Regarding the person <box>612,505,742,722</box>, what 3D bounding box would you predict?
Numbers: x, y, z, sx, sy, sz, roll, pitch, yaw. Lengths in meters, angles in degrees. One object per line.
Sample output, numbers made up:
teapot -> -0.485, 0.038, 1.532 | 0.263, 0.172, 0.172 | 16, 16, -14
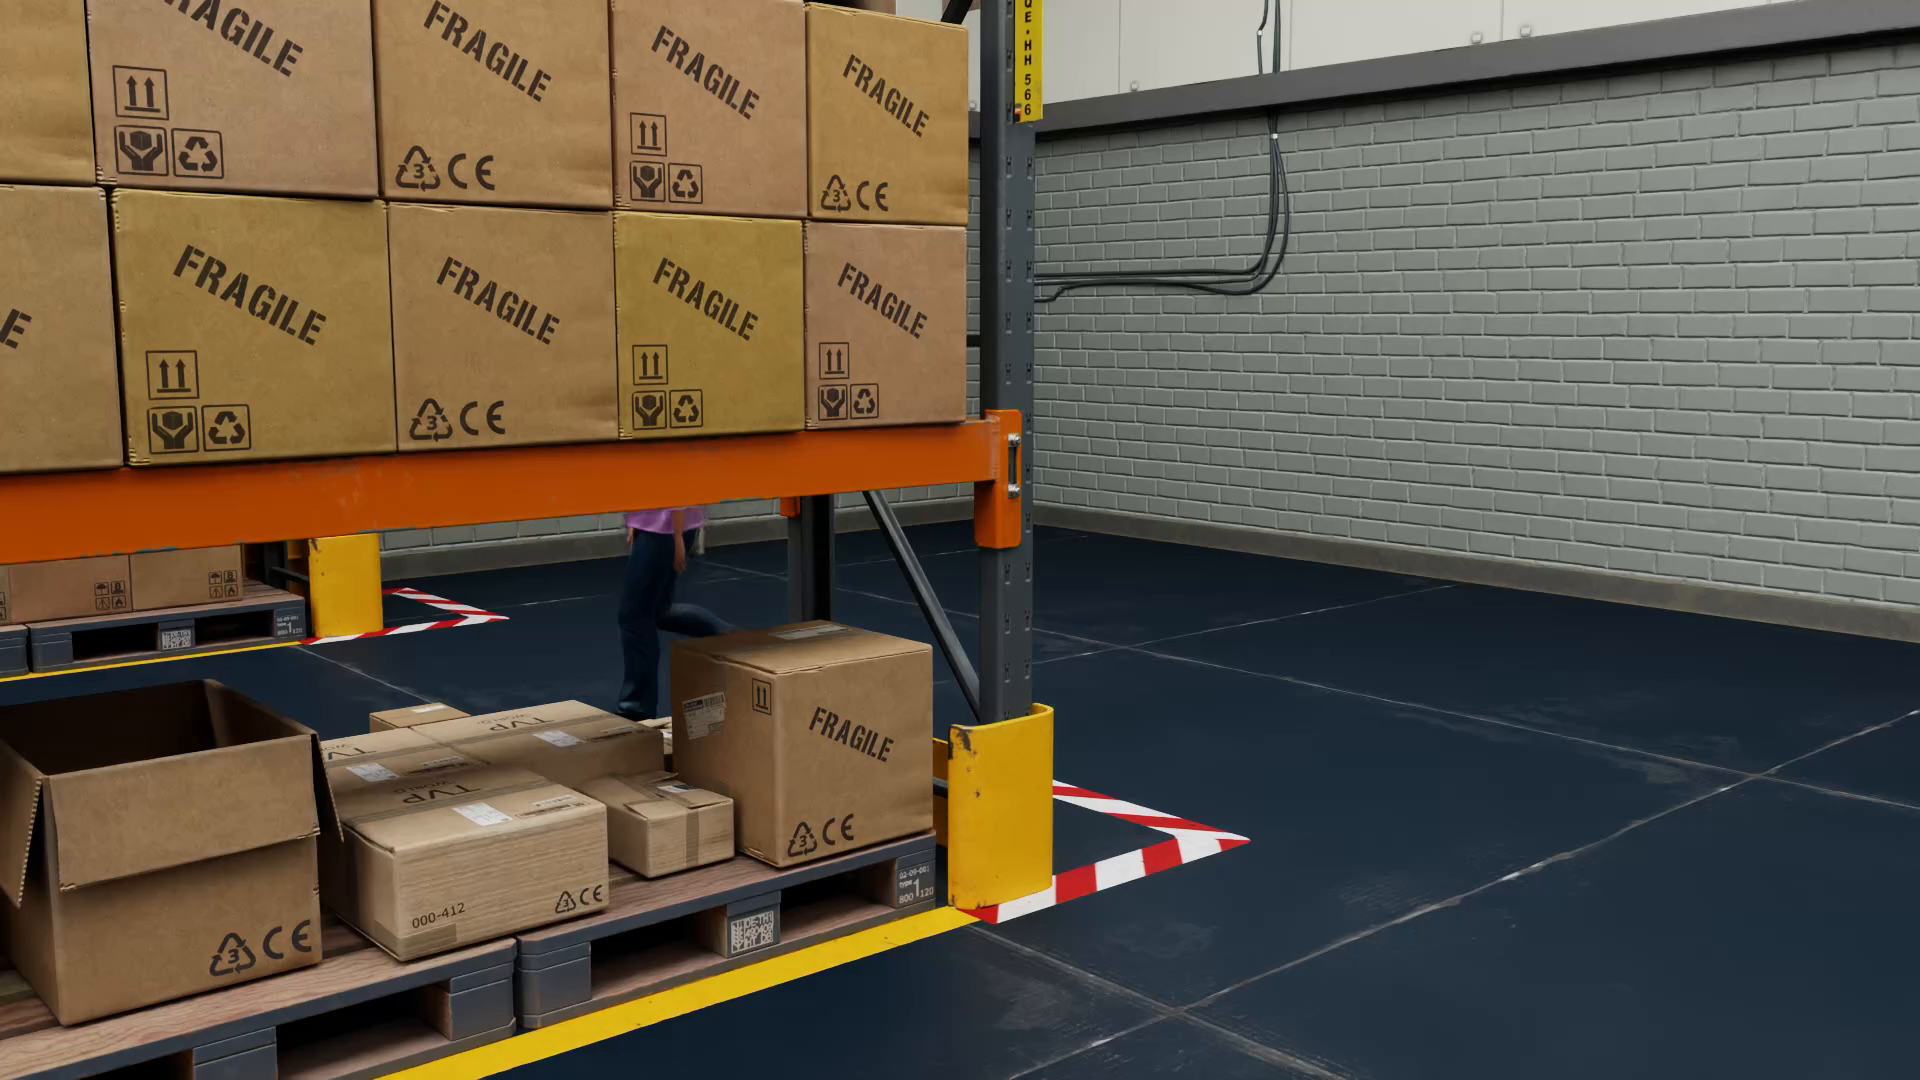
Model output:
person -> -1.047, -0.045, 6.104 | 0.764, 1.579, 0.418 | -2, 8, -17
